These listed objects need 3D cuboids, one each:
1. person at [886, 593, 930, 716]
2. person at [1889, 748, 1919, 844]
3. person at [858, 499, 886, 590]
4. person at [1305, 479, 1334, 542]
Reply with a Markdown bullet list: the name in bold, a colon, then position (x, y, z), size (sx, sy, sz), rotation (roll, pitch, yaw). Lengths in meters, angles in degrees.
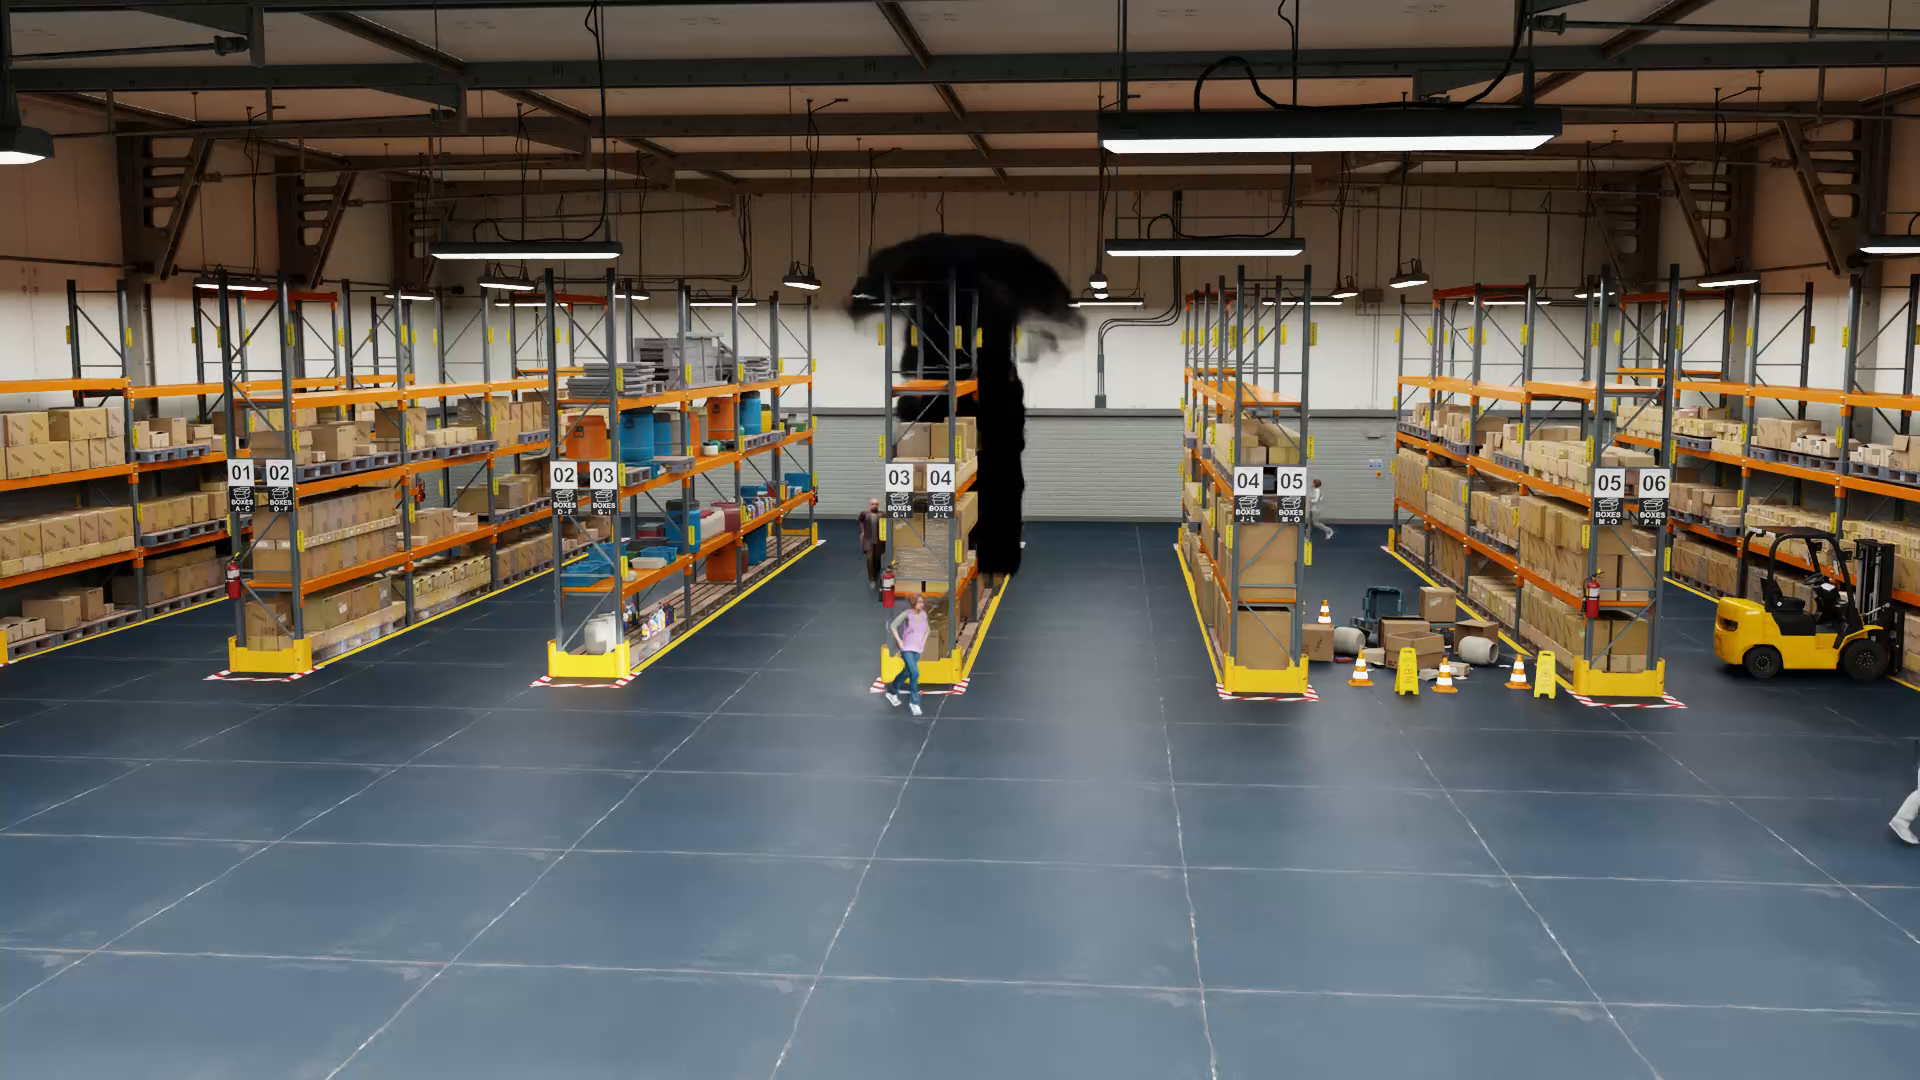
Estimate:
- **person**: position (-0.678, 1.512, 22.392), size (0.563, 1.634, 0.719), rotation (-6, 9, -40)
- **person**: position (9.588, 2.163, 16.250), size (0.652, 1.863, 0.832), rotation (-5, 8, -33)
- **person**: position (-1.731, 0.045, 33.588), size (0.662, 1.792, 1.050), rotation (-1, 7, -5)
- **person**: position (8.687, -0.717, 40.570), size (0.857, 1.574, 0.545), rotation (1, 7, 5)
